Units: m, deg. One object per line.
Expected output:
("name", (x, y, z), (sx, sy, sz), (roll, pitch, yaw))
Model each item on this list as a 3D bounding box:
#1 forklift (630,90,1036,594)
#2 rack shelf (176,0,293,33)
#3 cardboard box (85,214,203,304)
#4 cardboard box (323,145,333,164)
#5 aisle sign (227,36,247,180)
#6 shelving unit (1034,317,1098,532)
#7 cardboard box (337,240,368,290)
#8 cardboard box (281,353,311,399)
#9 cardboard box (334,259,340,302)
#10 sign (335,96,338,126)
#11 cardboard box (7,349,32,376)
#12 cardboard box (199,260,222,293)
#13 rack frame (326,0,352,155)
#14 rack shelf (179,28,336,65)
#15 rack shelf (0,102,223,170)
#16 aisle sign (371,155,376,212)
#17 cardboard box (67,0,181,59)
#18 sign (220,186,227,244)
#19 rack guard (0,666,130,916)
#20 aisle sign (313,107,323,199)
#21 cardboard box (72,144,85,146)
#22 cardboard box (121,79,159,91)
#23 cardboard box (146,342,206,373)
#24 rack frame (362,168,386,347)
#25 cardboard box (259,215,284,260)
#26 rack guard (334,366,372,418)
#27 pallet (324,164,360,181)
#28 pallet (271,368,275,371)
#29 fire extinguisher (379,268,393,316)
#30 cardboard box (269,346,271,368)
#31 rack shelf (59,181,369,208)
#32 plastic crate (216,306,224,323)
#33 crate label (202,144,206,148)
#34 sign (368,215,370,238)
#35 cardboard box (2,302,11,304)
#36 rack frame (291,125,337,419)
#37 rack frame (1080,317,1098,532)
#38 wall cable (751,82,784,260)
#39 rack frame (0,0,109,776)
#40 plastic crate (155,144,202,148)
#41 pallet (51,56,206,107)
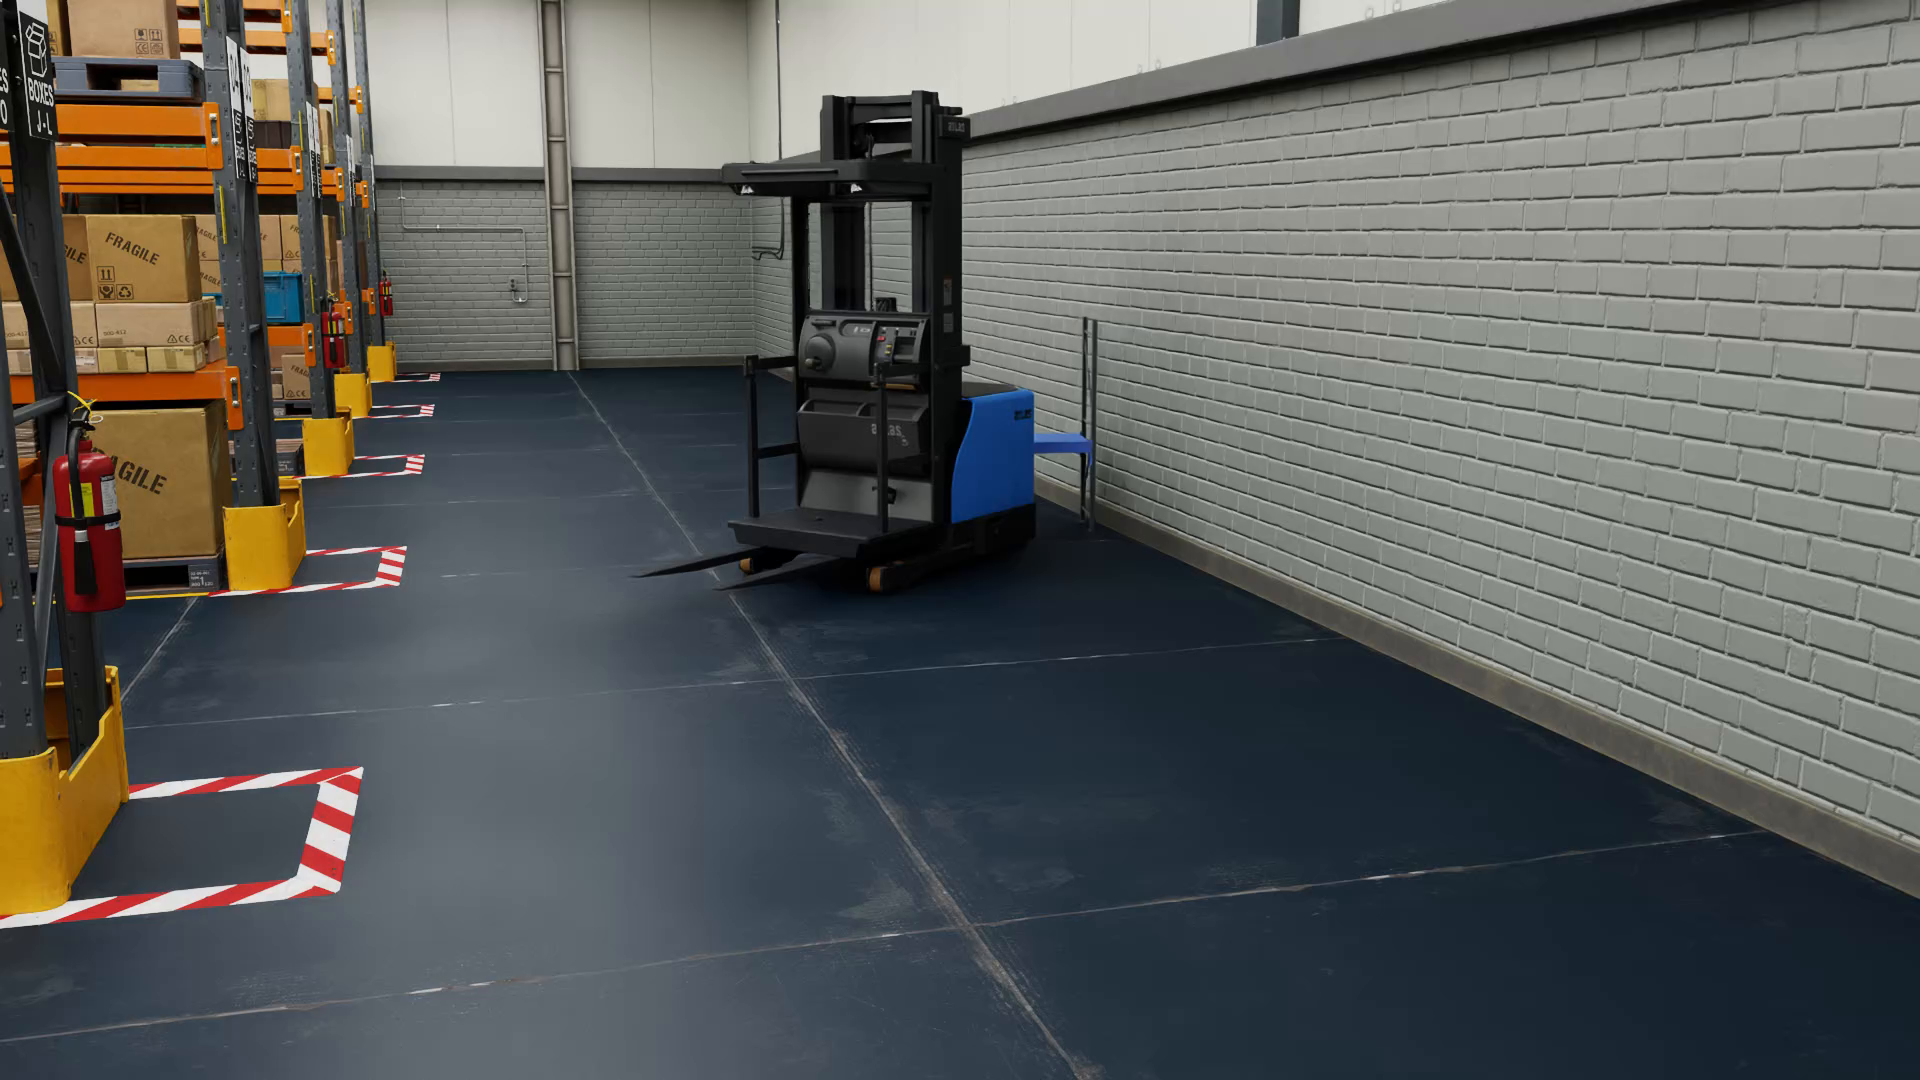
("forklift", (-0.721, -1.221, 10.084), (1.130, 2.935, 3.031), (7, 12, 33))
("rack shelf", (-7.674, -4.436, 13.880), (4.000, 0.370, 1.077), (-3, 11, -16))
("cardboard box", (-4.764, -1.647, 9.731), (0.500, 0.500, 0.500), (-3, 11, -15))
("cardboard box", (-9.152, -5.433, 23.469), (0.500, 0.250, 0.500), (-3, 11, -14))
("aisle sign", (-4.216, -2.506, 9.696), (0.004, 0.787, 0.394), (-3, 11, -16))
("shelving unit", (0.418, -0.831, 11.919), (1.048, 1.500, 0.538), (-1, 10, -4))
("cardboard box", (-9.010, -3.980, 24.050), (0.700, 0.700, 0.980), (-3, 11, -13))
("cardboard box", (-7.588, -1.915, 19.354), (0.500, 0.500, 0.500), (-3, 11, -16))
("cardboard box", (-7.634, -3.071, 19.668), (0.500, 0.500, 0.500), (-3, 11, -15))
("sign", (-6.999, -4.812, 18.669), (0.005, 0.325, 0.100), (-3, 11, -16))
("cardboard box", (-5.351, -1.039, 9.599), (0.250, 0.149, 0.380), (-3, 11, -15))
("cardboard box", (-8.466, -2.927, 18.883), (0.500, 0.500, 0.500), (-3, 11, -15))
("rack frame", (-7.135, -5.949, 19.007), (0.127, 3.000, 1.000), (-3, 11, -16))
("rack shelf", (-9.055, -5.492, 18.522), (4.000, 0.370, 1.077), (-3, 11, -16))
("rack shelf", (-6.290, -2.297, 9.438), (4.000, 0.370, 1.077), (-3, 11, -16))
("aisle sign", (-8.370, -5.090, 23.728), (0.004, 0.787, 0.394), (-3, 11, -16))
("cardboard box", (-4.854, -3.021, 9.673), (0.500, 0.500, 0.700), (-4, 11, -19))
("sign", (-4.231, -1.867, 9.552), (0.005, 0.325, 0.100), (-3, 11, -16))
("rack guard", (-3.153, 0.824, 5.689), (0.348, 0.500, 1.175), (-3, 11, -16))
("aisle sign", (-5.768, -3.471, 14.936), (0.004, 0.787, 0.394), (-3, 11, -16))
("cardboard box", (-9.478, -4.229, 18.362), (0.500, 0.250, 0.500), (-3, 11, -16))
("cardboard box", (-9.083, -4.922, 18.677), (0.500, 0.500, 0.700), (-3, 11, -16))
("cardboard box", (-4.619, -1.078, 9.808), (0.250, 0.149, 0.380), (-3, 11, -15))
("rack frame", (-8.523, -3.860, 24.226), (0.127, 3.000, 1.000), (-3, 11, -16))
("cardboard box", (-7.970, -3.443, 18.929), (0.500, 0.500, 0.500), (-3, 11, -14))
("rack guard", (-7.208, -1.765, 19.755), (0.348, 0.500, 1.175), (-3, 11, -16))
("pallet", (-9.232, -5.252, 23.749), (1.213, 0.211, 1.003), (-3, 11, -16))
("pallet", (-10.438, -2.373, 23.853), (1.213, 0.211, 1.003), (-3, 11, -16))
("fire extinguisher", (-8.249, -3.566, 23.873), (0.183, 0.674, 0.296), (-3, 11, -16))
("cardboard box", (-10.130, -2.733, 23.851), (0.500, 0.500, 0.700), (-3, 11, -18))
("rack shelf", (-10.443, -4.880, 23.470), (4.000, 0.370, 1.077), (-3, 11, -16))
("plastic crate", (-6.486, -1.964, 14.495), (0.243, 0.136, 0.396), (-3, 11, -16))
("crate label", (-6.730, -3.549, 14.665), (0.502, 0.251, 0.408), (-3, 11, -16))
("sign", (-8.385, -4.450, 23.584), (0.005, 0.325, 0.100), (-3, 11, -16))
("cardboard box", (-5.736, -1.227, 9.518), (0.500, 0.250, 0.500), (-3, 11, -18))
("rack frame", (-5.754, -2.137, 14.871), (0.127, 3.000, 1.000), (-3, 11, -16))
("rack frame", (0.924, -0.838, 11.957), (0.032, 1.500, 0.500), (-1, 10, -4))
("wall cable", (-2.992, -5.507, 25.182), (0.112, 2.526, 3.097), (-3, 11, -16))
("rack frame", (-3.080, -0.409, 5.483), (0.127, 3.000, 1.000), (-3, 11, -16))
("plastic crate", (-6.621, -3.409, 14.078), (0.336, 0.188, 0.450), (-3, 11, -16))
("pallet", (-5.079, -2.669, 9.717), (1.213, 0.211, 1.003), (-3, 11, -16))
